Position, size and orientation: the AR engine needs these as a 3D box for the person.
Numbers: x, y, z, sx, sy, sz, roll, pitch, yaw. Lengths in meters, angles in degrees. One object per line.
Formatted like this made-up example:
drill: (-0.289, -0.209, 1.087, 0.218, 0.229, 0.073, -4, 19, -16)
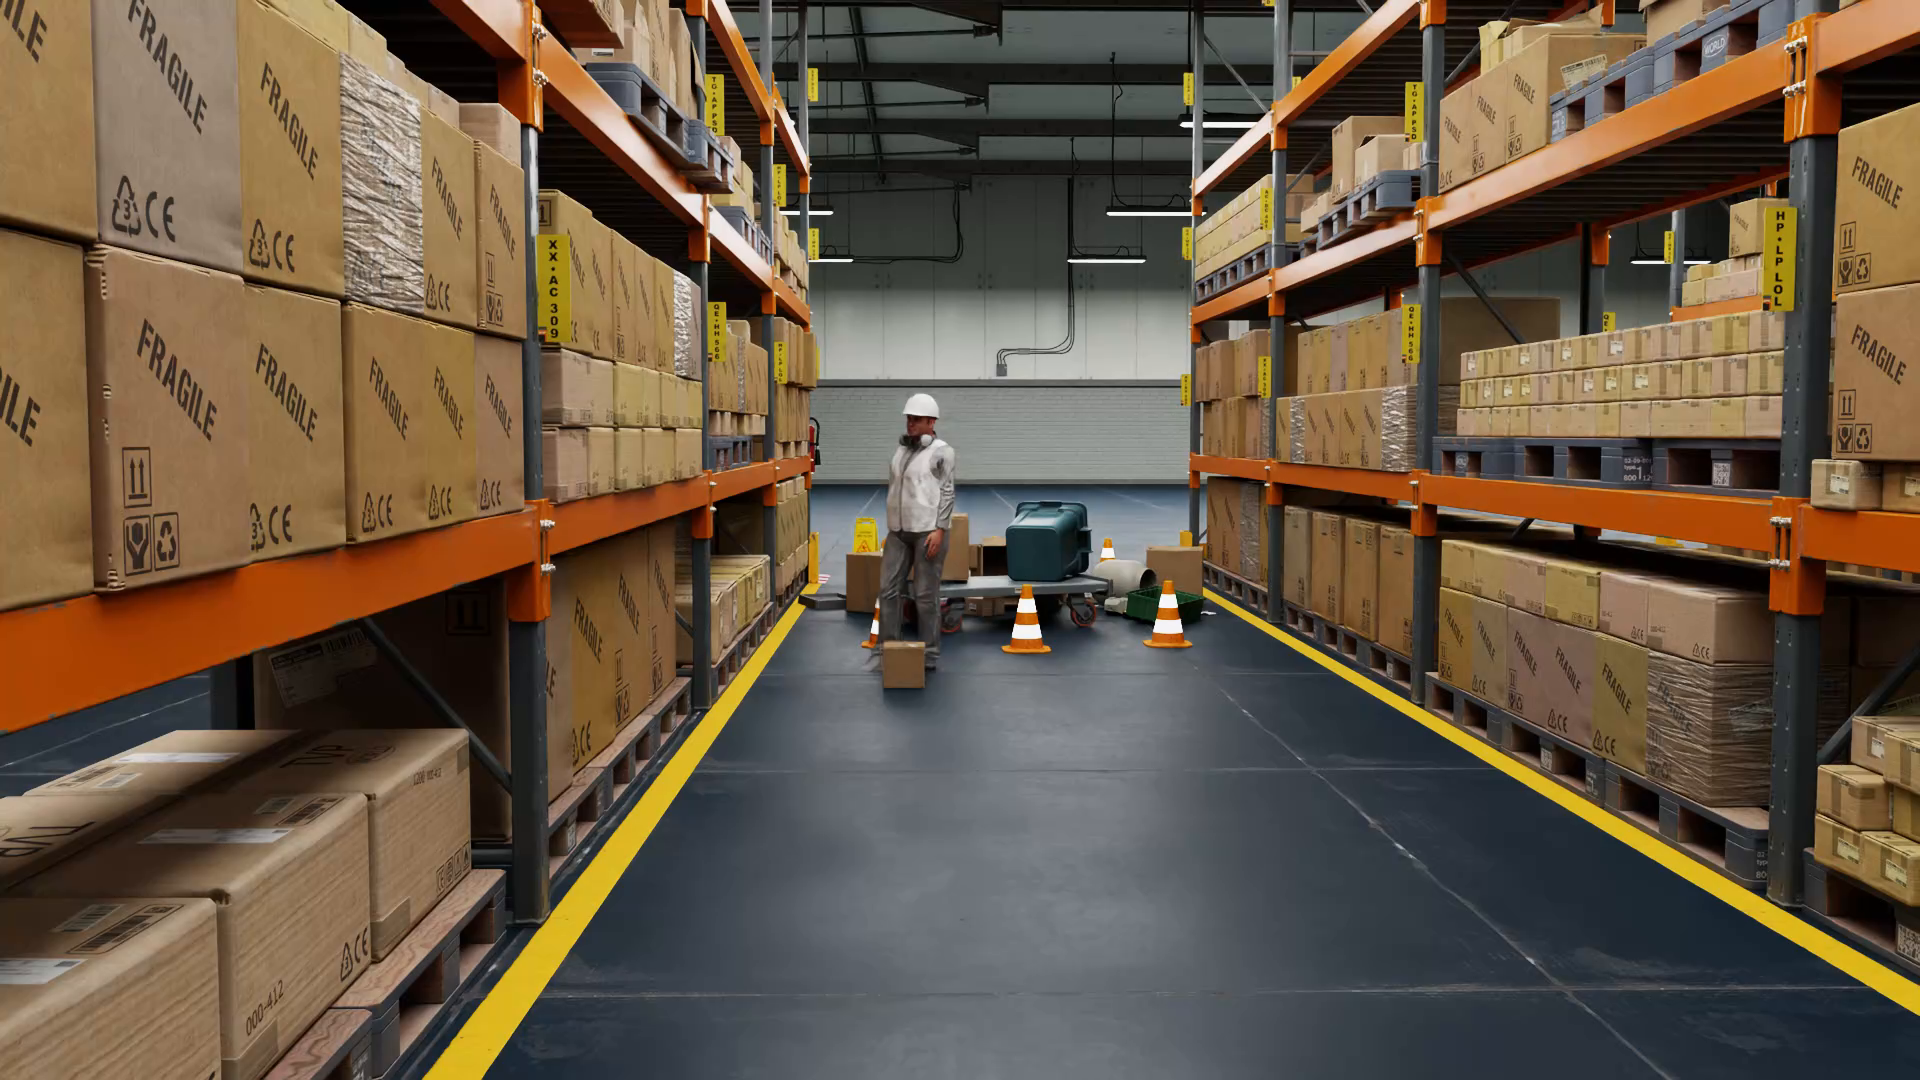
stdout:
person: (-0.317, -0.024, 10.664, 0.562, 1.818, 0.490, 3, 5, 38)
